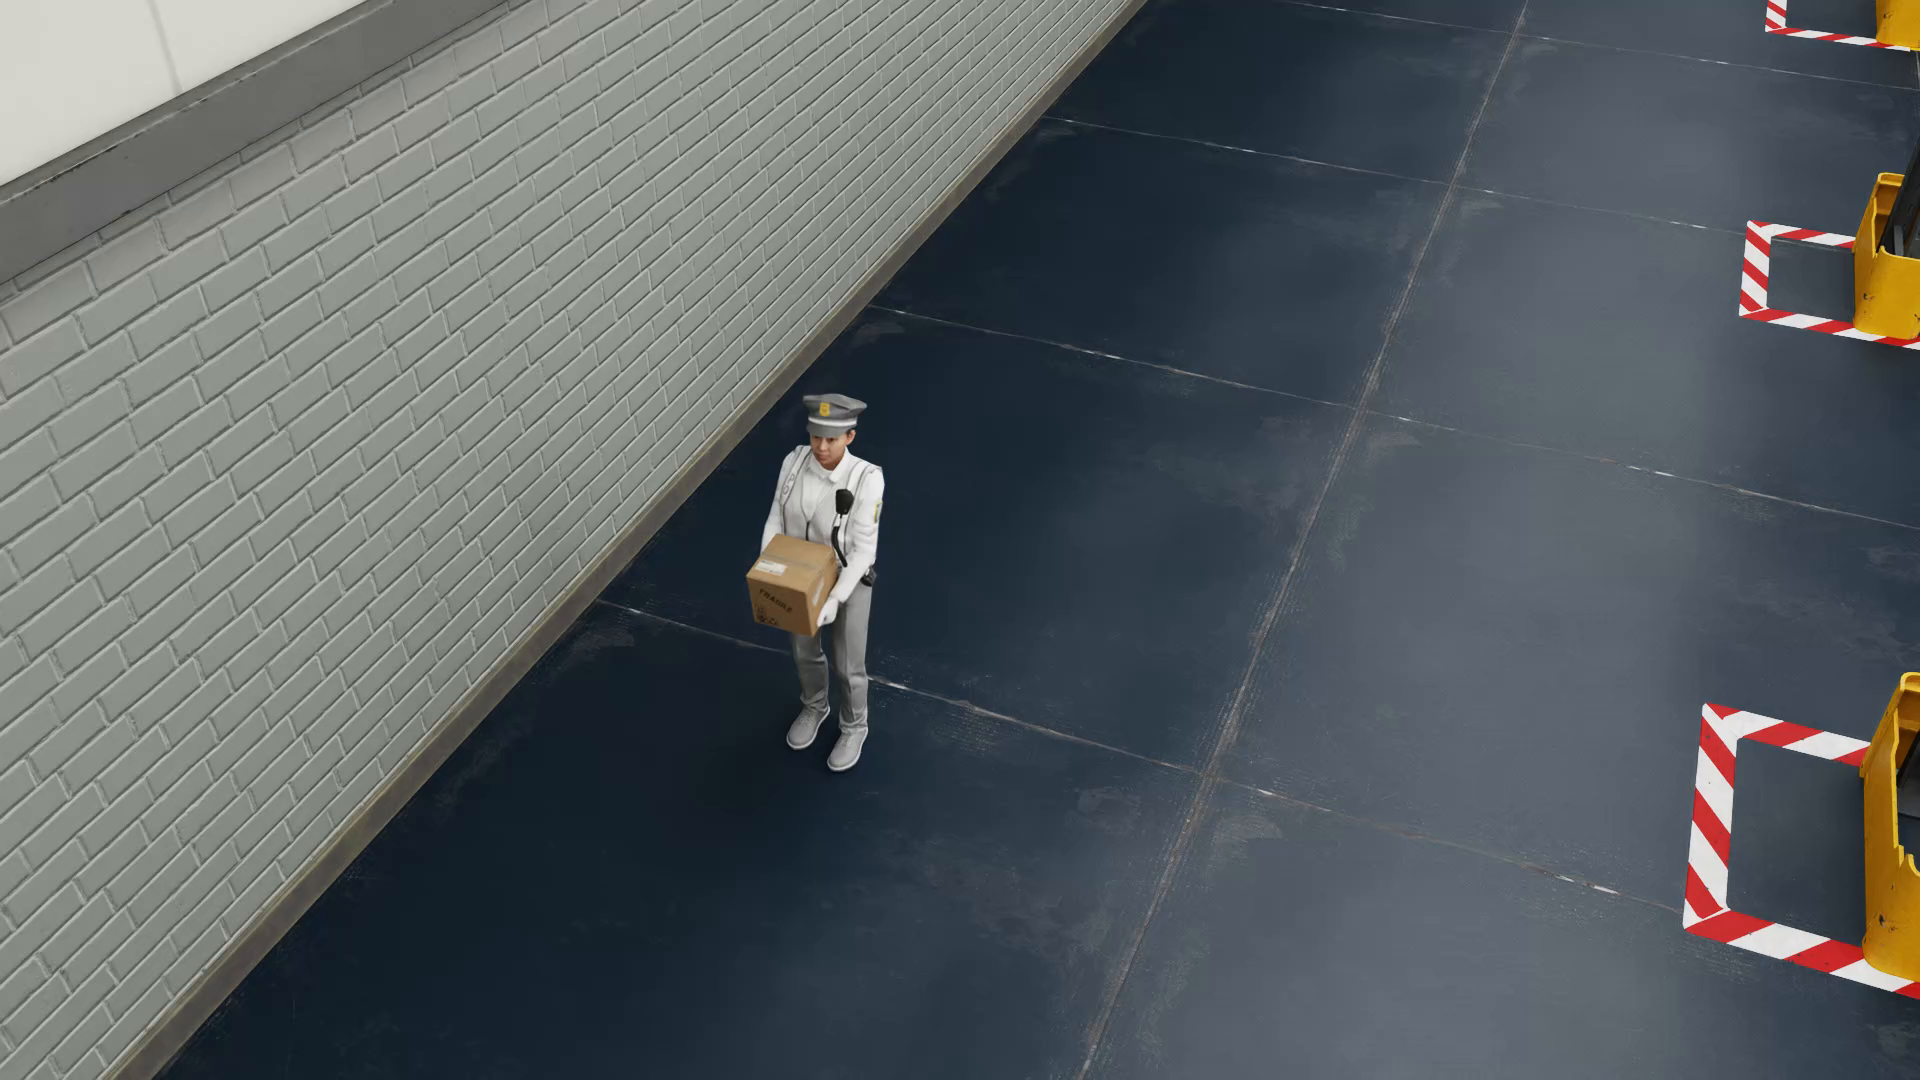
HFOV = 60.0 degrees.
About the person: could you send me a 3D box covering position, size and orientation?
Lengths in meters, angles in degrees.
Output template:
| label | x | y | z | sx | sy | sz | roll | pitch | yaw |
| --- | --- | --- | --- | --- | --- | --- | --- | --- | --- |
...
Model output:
| label | x | y | z | sx | sy | sz | roll | pitch | yaw |
| --- | --- | --- | --- | --- | --- | --- | --- | --- | --- |
| person | -0.546 | 0.190 | 6.551 | 0.460 | 1.686 | 0.564 | 14 | 40 | 18 |
